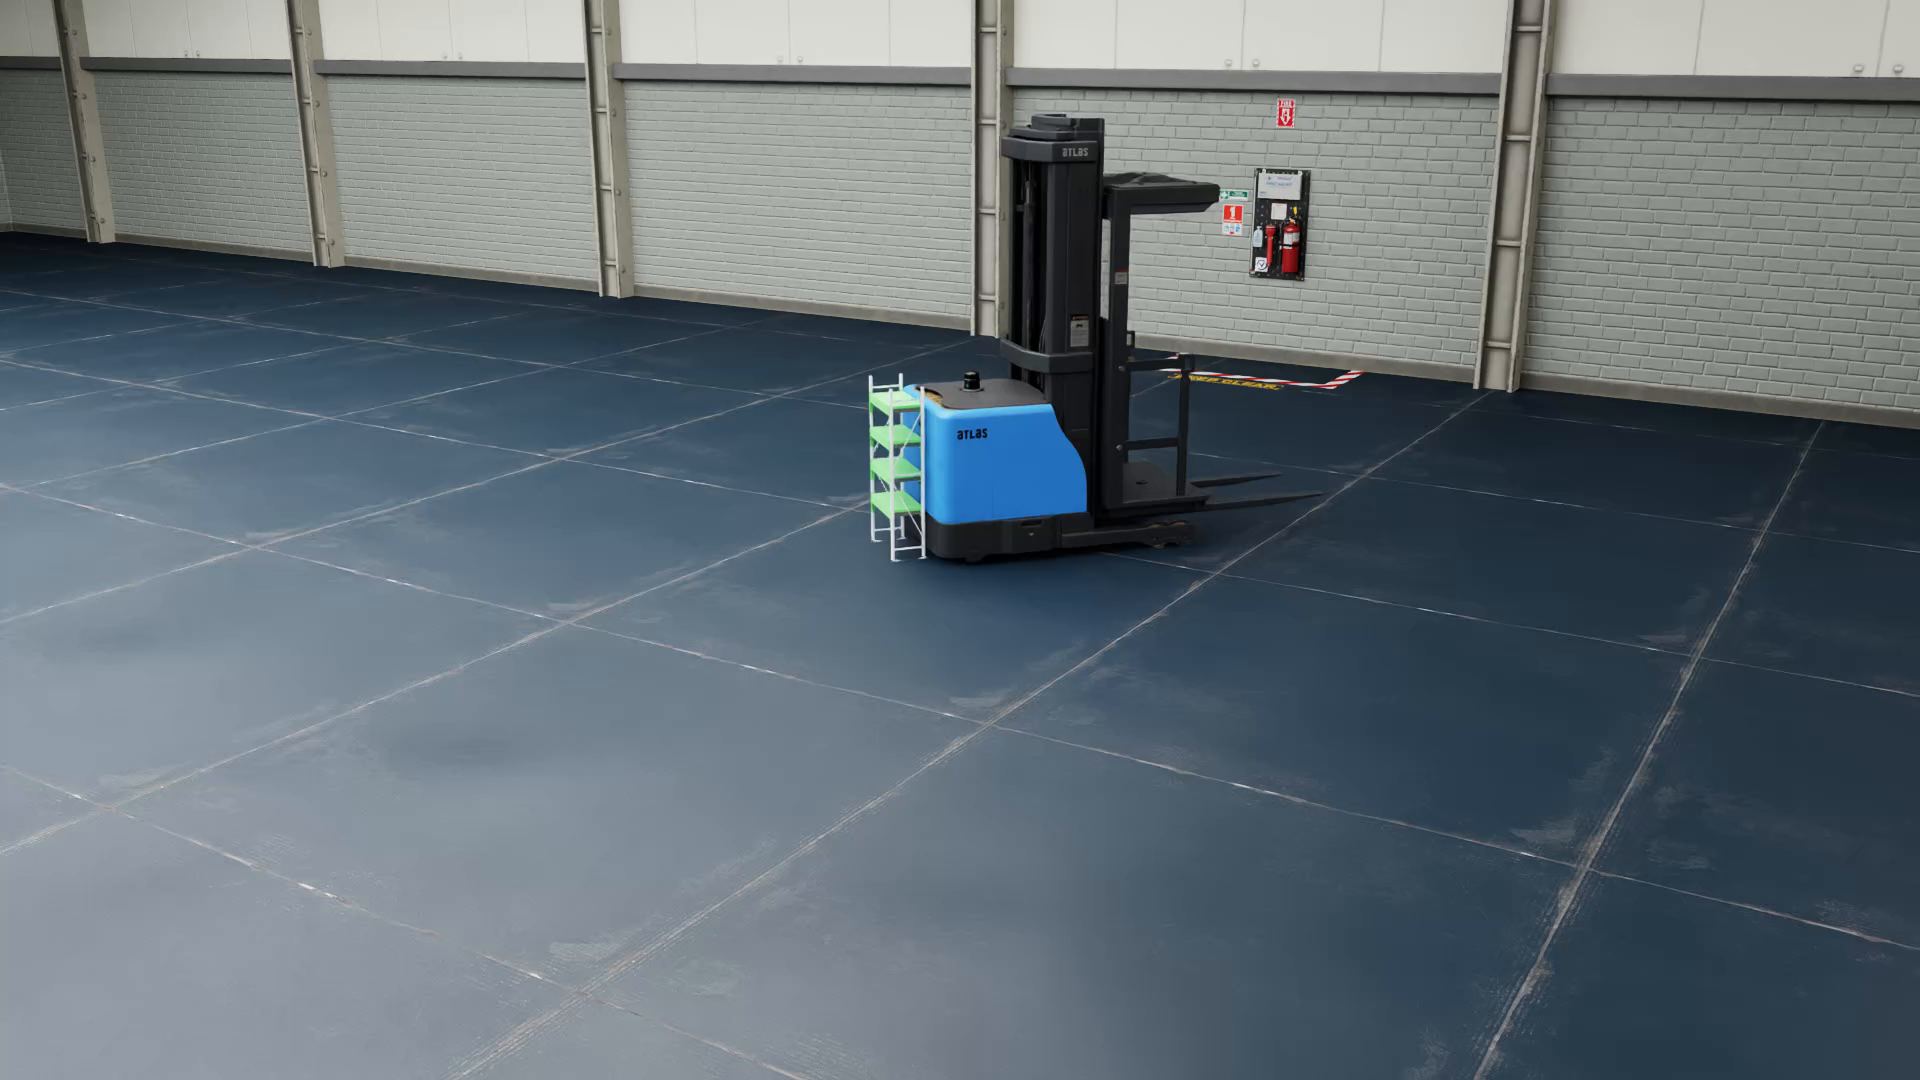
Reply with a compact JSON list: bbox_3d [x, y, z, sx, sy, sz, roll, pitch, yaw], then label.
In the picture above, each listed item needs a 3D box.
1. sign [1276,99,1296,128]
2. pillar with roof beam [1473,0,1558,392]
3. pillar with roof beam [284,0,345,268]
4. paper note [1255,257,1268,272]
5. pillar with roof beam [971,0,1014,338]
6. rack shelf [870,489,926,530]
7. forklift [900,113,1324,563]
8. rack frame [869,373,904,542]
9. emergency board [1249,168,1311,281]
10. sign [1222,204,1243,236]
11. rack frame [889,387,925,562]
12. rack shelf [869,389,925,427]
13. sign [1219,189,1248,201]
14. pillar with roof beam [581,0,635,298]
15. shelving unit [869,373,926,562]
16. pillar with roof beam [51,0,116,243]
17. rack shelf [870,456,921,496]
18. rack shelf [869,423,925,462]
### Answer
[{"bbox_3d":[3.445,-4.512,17.585,0.199,0.298,0.001,10,20,30],"label":"sign"},{"bbox_3d":[3.232,-4.796,12.186,0.400,9.000,9.100,10,20,30],"label":"pillar with roof beam"},{"bbox_3d":[-12.106,-7.534,21.200,0.400,9.000,9.100,10,20,30],"label":"pillar with roof beam"},{"bbox_3d":[3.285,-2.999,18.110,0.142,0.148,0.016,10,20,30],"label":"paper note"},{"bbox_3d":[-1.880,-5.708,15.191,0.400,9.000,9.100,10,20,30],"label":"pillar with roof beam"},{"bbox_3d":[-0.435,-0.214,11.566,0.258,0.148,0.480,-6,18,-18],"label":"rack shelf"},{"bbox_3d":[1.141,-1.484,11.723,3.031,2.935,1.130,-6,18,-18],"label":"forklift"},{"bbox_3d":[-0.514,-0.571,11.698,0.240,1.200,0.015,-6,18,-18],"label":"rack frame"},{"bbox_3d":[3.400,-3.377,17.837,0.643,1.169,0.194,10,20,30],"label":"emergency board"},{"bbox_3d":[2.982,-3.504,18.193,0.234,0.329,0.001,10,20,30],"label":"sign"},{"bbox_3d":[-0.356,-0.437,11.256,0.240,1.200,0.015,-6,18,-18],"label":"rack frame"},{"bbox_3d":[-0.435,-0.902,11.356,0.258,0.148,0.480,-6,18,-18],"label":"rack shelf"},{"bbox_3d":[2.982,-3.754,18.106,0.331,0.109,0.001,10,20,30],"label":"sign"},{"bbox_3d":[-6.993,-6.621,18.195,0.400,9.000,9.100,10,20,30],"label":"pillar with roof beam"},{"bbox_3d":[-0.435,-0.504,11.477,0.258,1.200,0.503,-6,18,-18],"label":"shelving unit"},{"bbox_3d":[-17.219,-8.446,24.204,0.400,9.000,9.100,10,20,30],"label":"pillar with roof beam"},{"bbox_3d":[-0.435,-0.443,11.496,0.258,0.148,0.480,-6,18,-18],"label":"rack shelf"},{"bbox_3d":[-0.435,-0.673,11.426,0.258,0.148,0.480,-6,18,-18],"label":"rack shelf"}]
